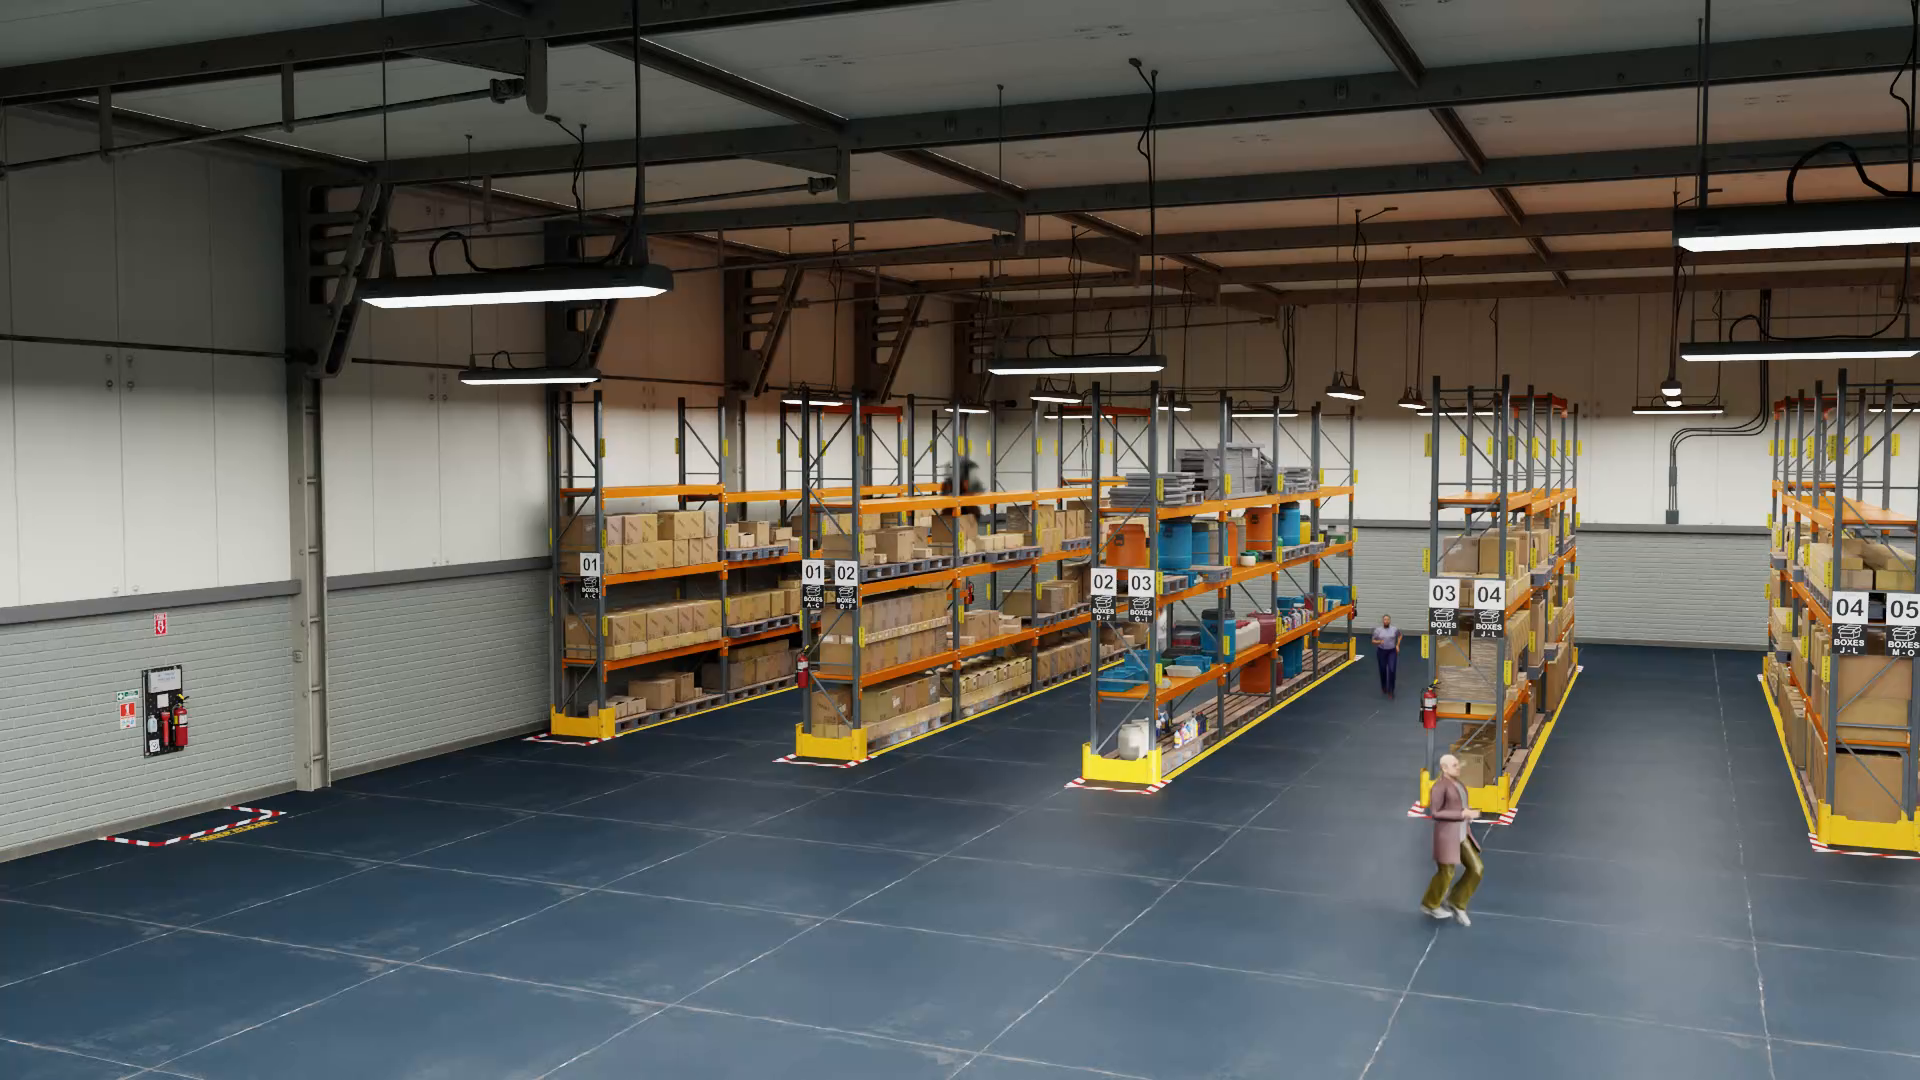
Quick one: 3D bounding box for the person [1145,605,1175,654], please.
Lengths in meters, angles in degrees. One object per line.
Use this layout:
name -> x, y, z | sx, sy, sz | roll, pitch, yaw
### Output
person -> 4.276, 2.142, 35.699 | 0.668, 1.765, 0.935 | 1, 3, 16

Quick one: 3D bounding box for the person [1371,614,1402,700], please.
person -> 8.571, 2.337, 33.427 | 0.593, 1.704, 0.816 | 1, 3, 17

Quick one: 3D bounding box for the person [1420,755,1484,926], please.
person -> 5.189, 3.159, 17.452 | 0.688, 1.814, 0.754 | -2, 4, -38
